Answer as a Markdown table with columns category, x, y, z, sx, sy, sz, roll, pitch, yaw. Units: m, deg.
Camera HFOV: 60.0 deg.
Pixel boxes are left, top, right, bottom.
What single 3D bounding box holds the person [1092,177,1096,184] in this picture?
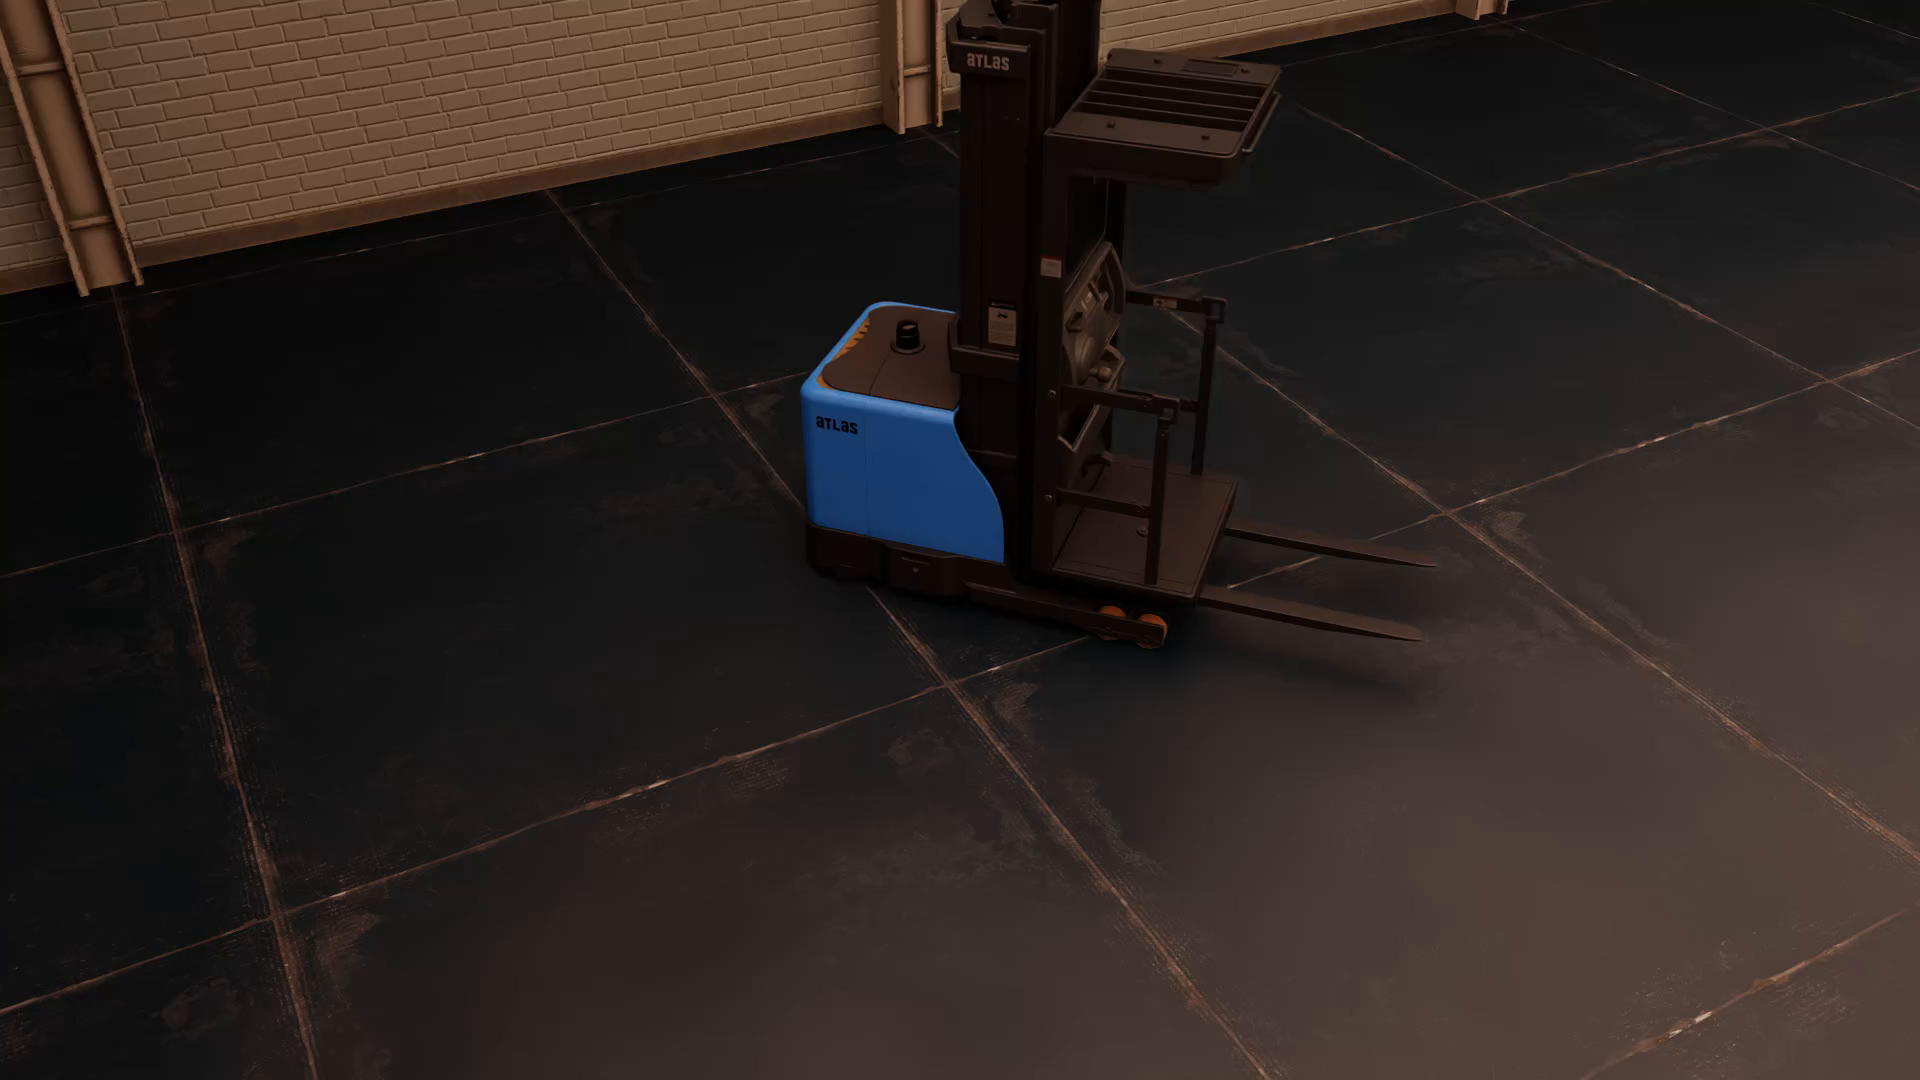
| category | x | y | z | sx | sy | sz | roll | pitch | yaw |
| --- | --- | --- | --- | --- | --- | --- | --- | --- | --- |
| person | 0.452 | -2.512 | 10.689 | 0.889 | 1.764 | 0.690 | 2 | 35 | 3 |

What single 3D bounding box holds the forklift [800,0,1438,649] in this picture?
| category | x | y | z | sx | sy | sz | roll | pitch | yaw |
| --- | --- | --- | --- | --- | --- | --- | --- | --- | --- |
| forklift | 0.801 | -1.024 | 7.572 | 3.031 | 2.935 | 1.130 | 11 | 37 | 15 |
